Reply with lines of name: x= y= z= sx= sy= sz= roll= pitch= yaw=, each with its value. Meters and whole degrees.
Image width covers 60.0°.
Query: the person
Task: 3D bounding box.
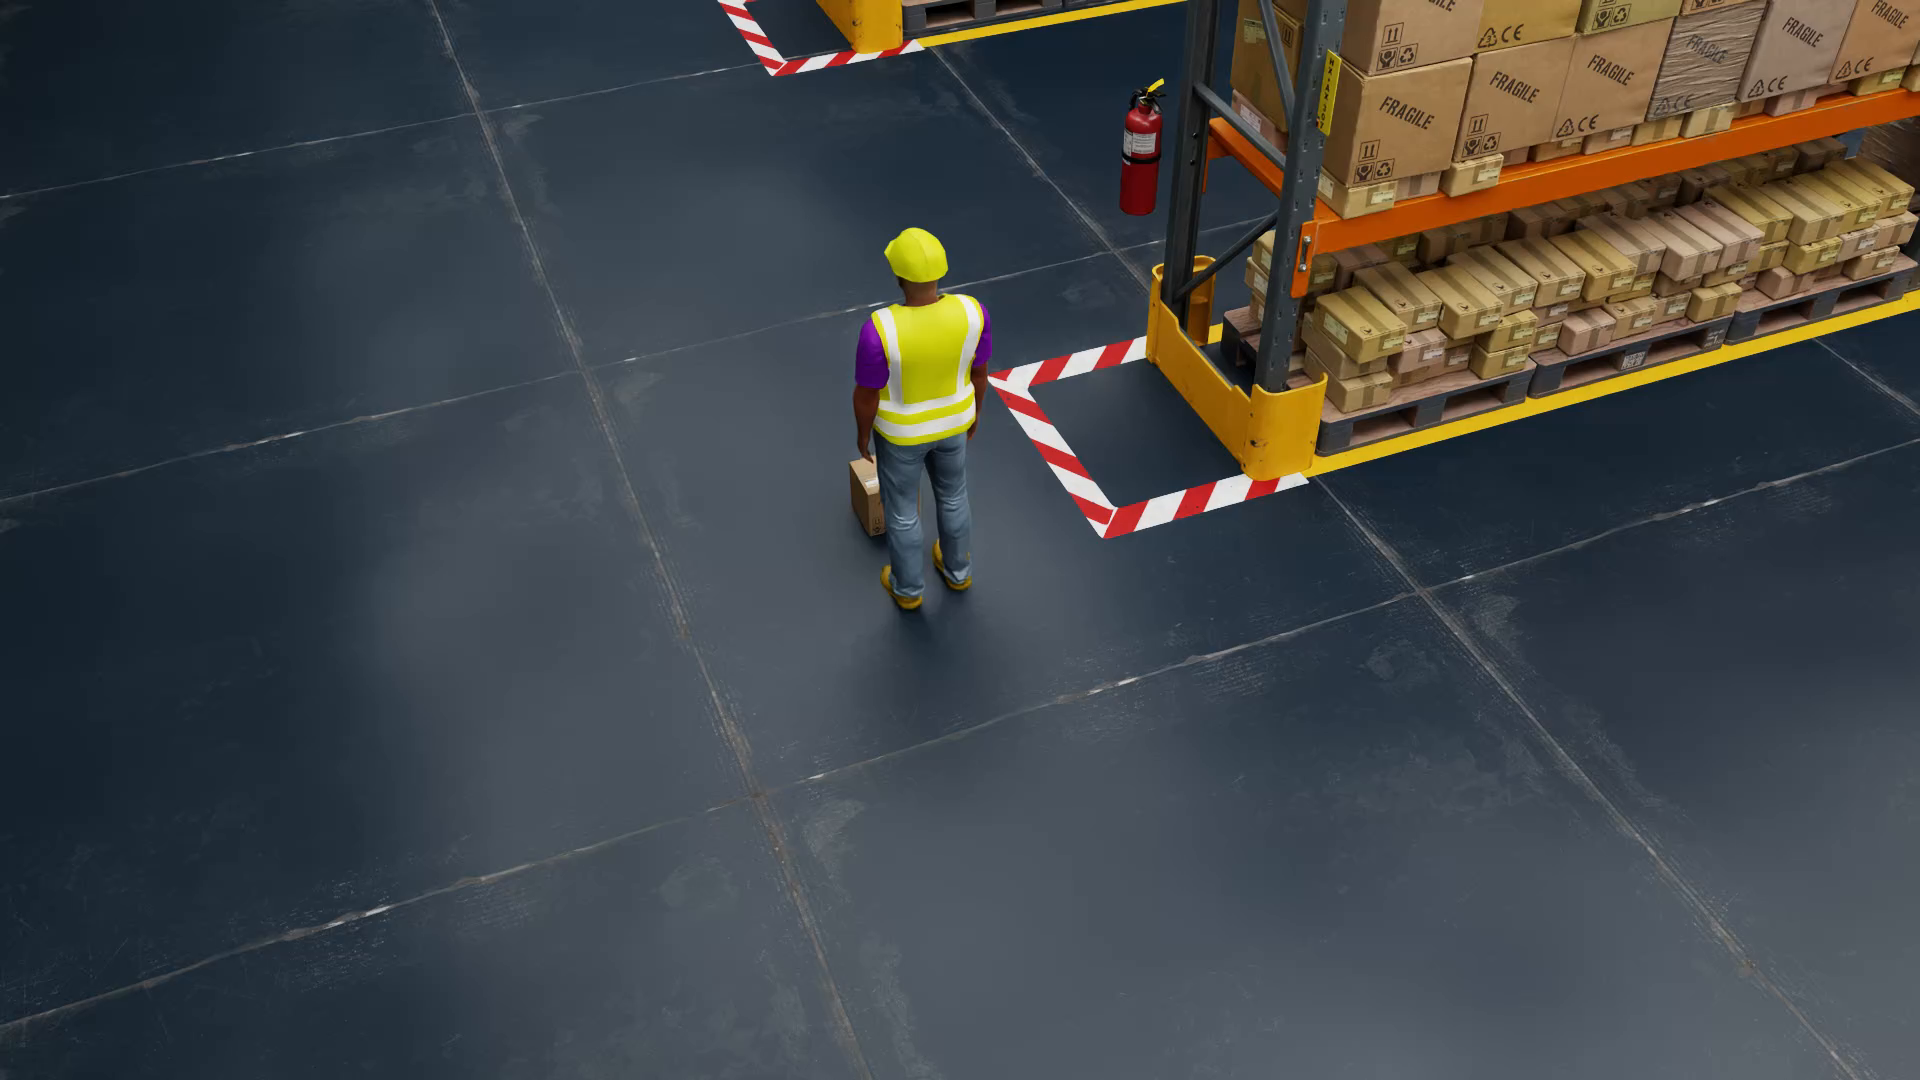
person: x=-0.161 y=-0.459 z=6.706 sx=0.562 sy=1.748 sz=0.365 roll=-14 pitch=43 yaw=-16
